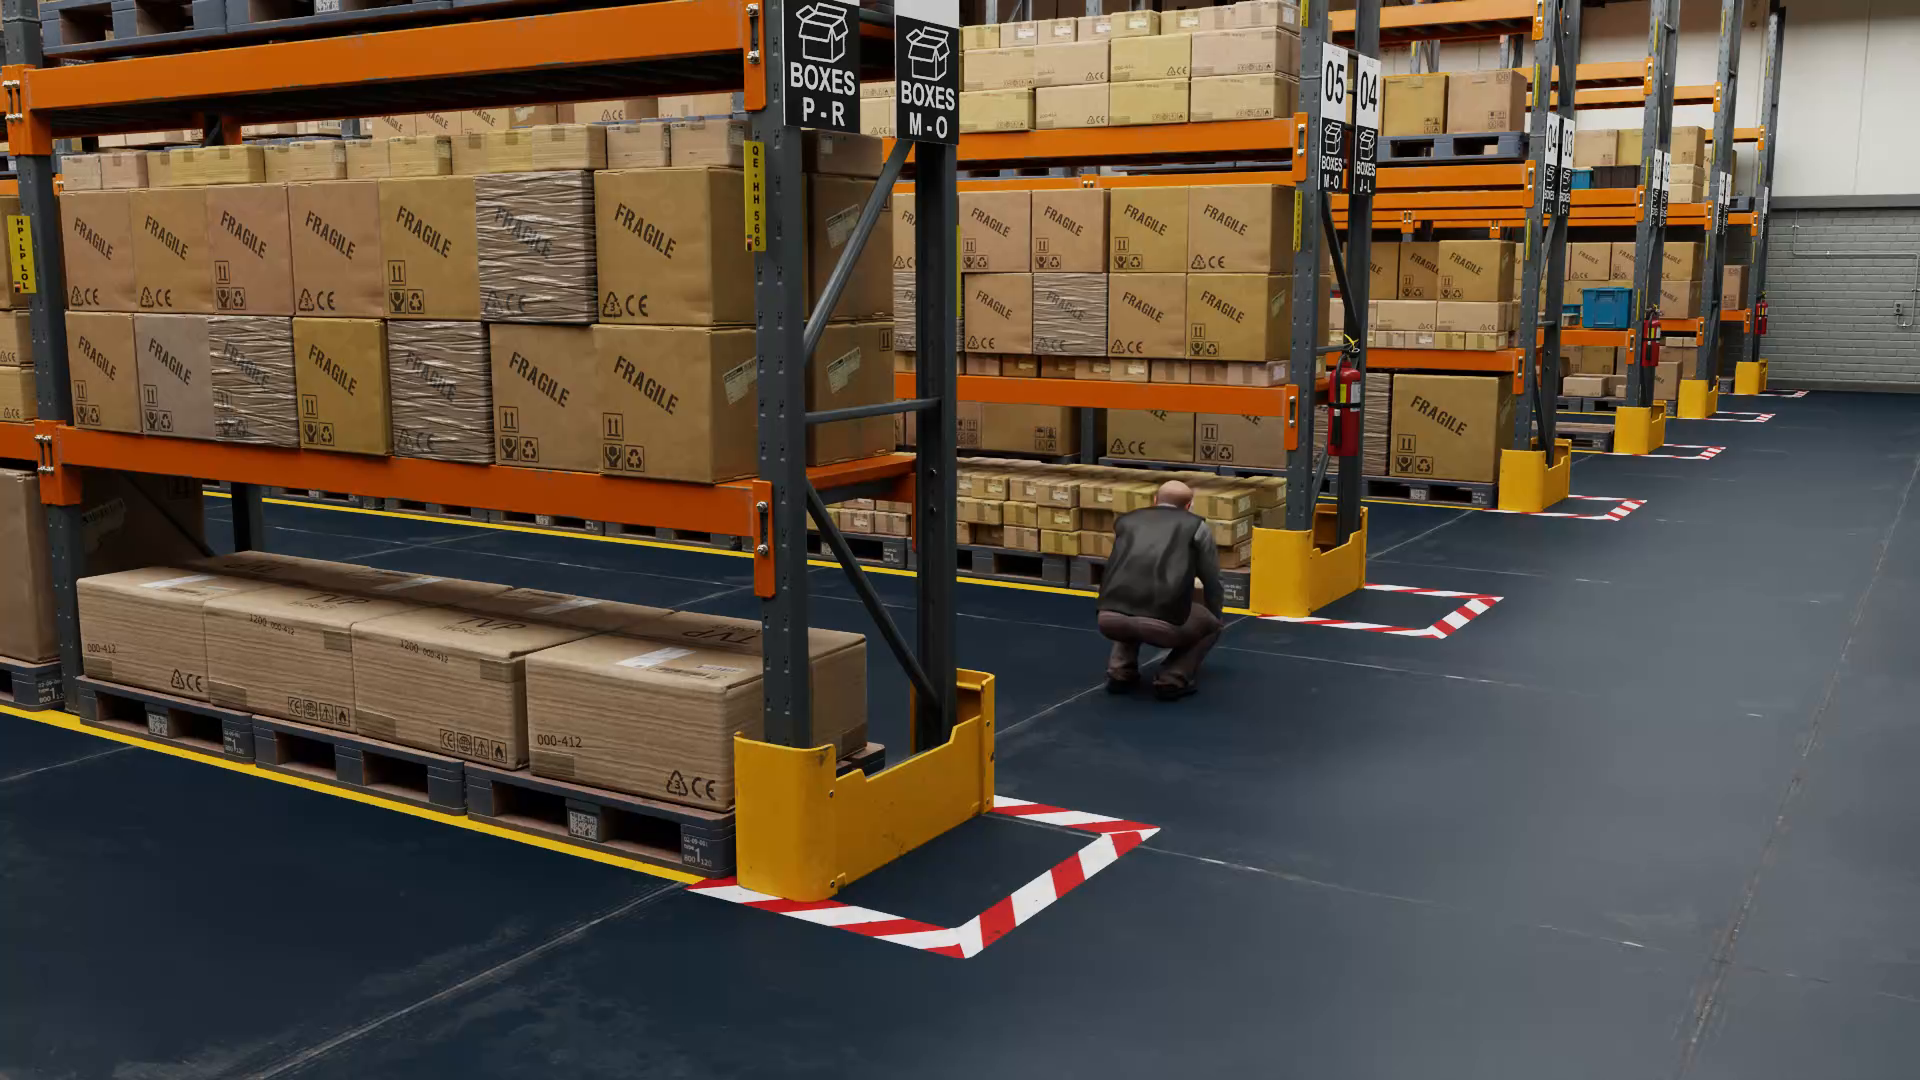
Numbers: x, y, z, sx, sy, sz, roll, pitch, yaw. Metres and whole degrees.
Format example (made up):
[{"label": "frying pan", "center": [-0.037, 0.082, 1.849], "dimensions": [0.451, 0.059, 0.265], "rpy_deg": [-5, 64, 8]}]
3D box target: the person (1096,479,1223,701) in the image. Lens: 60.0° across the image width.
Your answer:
[{"label": "person", "center": [0.962, 0.225, 7.939], "dimensions": [0.523, 0.973, 0.874], "rpy_deg": [5, 11, 30]}]
